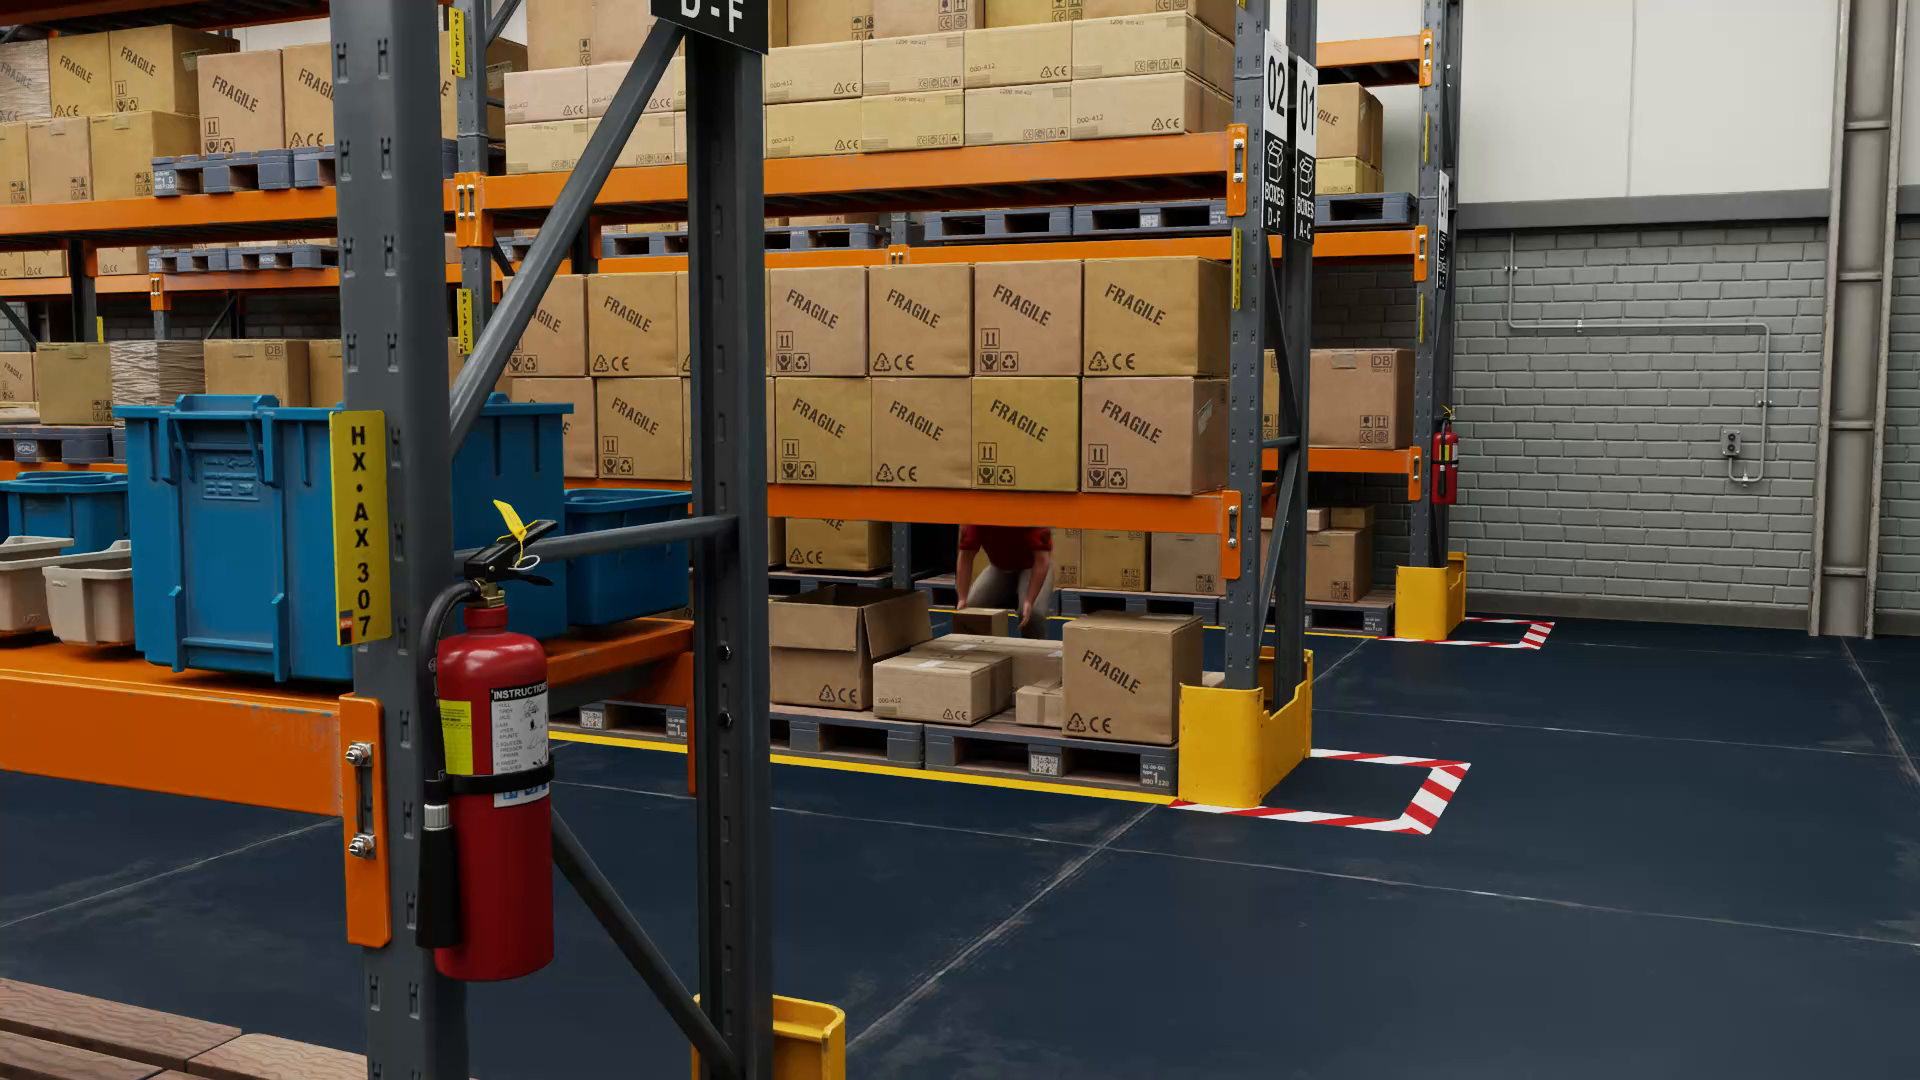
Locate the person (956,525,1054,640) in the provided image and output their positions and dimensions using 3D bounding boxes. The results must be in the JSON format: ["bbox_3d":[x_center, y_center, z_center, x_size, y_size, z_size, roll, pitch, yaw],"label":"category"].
[{"bbox_3d":[0.321,0.232,10.006,0.581,1.198,0.798,2,6,24],"label":"person"}]
